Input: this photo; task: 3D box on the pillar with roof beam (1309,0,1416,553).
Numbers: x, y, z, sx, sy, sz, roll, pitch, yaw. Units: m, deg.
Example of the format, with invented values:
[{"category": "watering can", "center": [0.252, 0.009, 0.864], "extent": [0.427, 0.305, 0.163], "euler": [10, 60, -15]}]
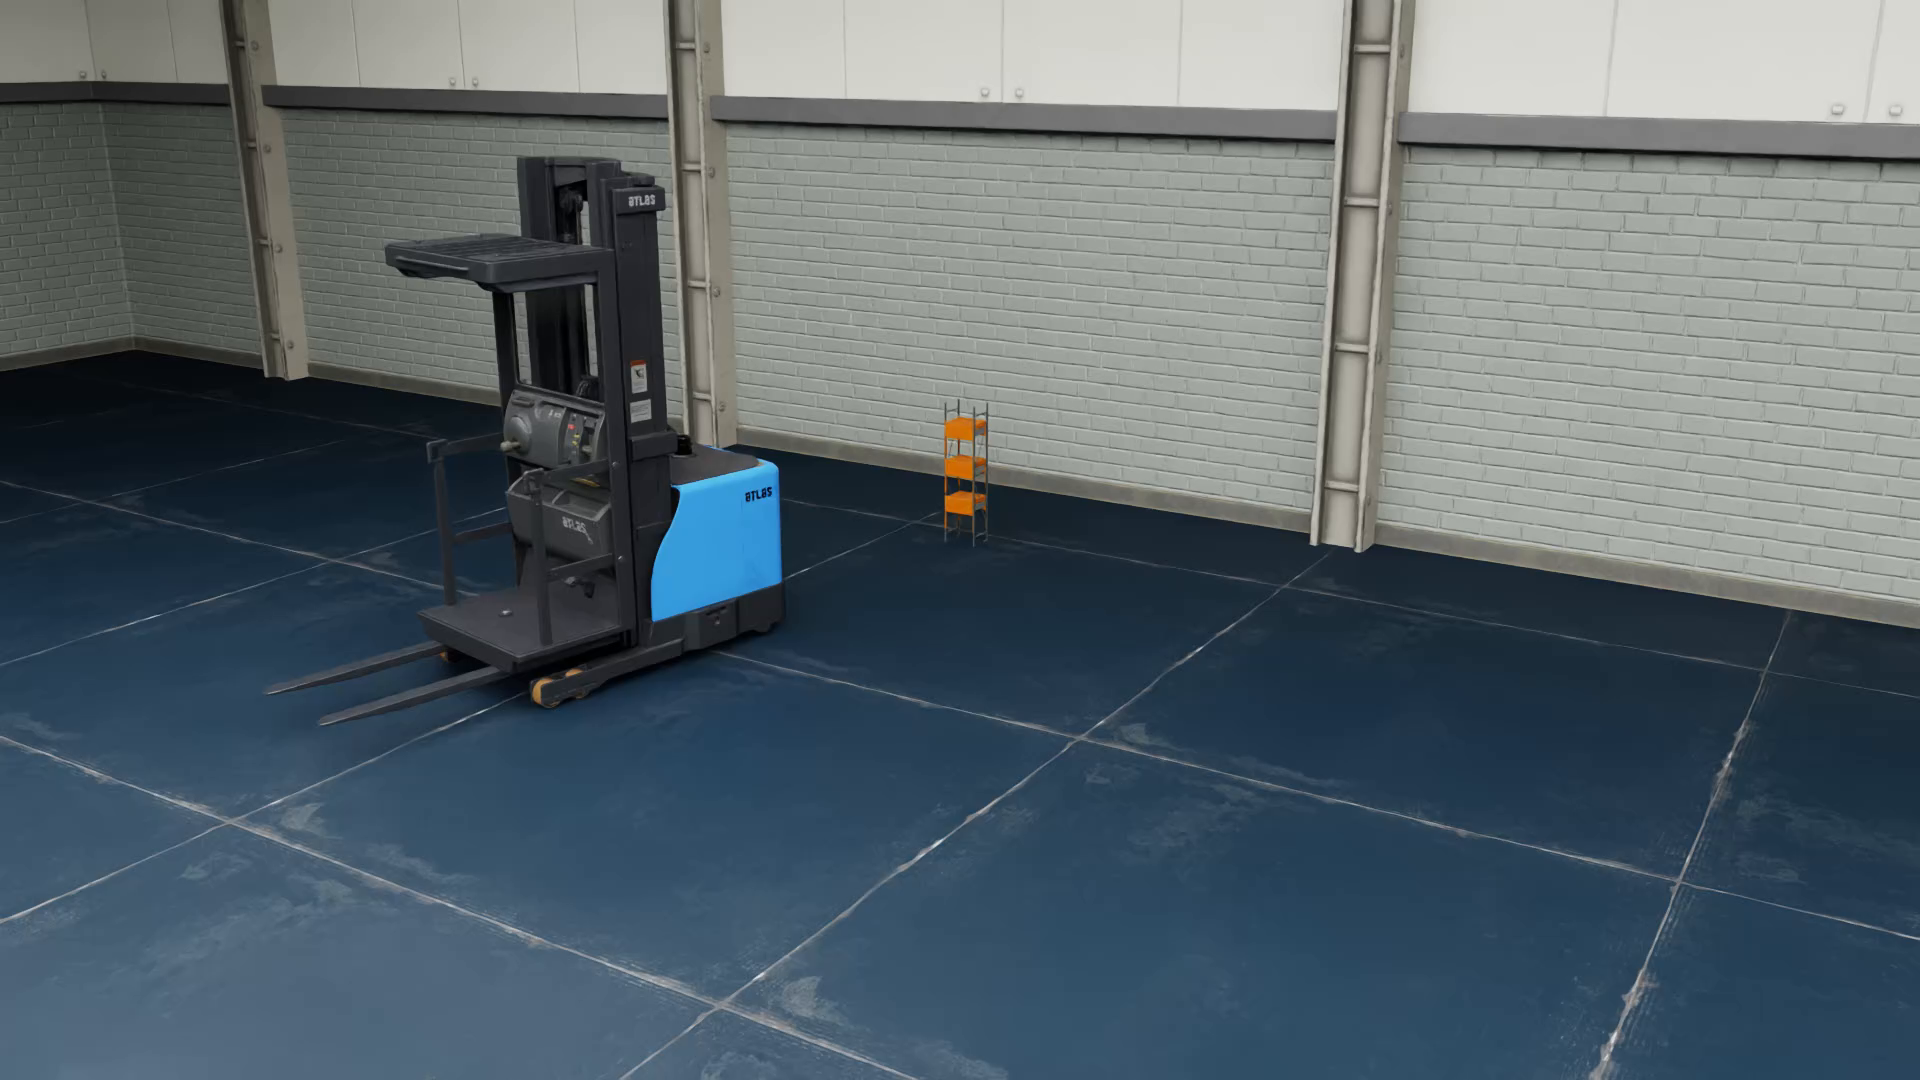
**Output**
[{"category": "pillar with roof beam", "center": [0.574, -3.214, 7.479], "extent": [0.400, 9.000, 9.100], "euler": [10, 20, 30]}]

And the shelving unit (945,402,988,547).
[{"category": "shelving unit", "center": [0.047, -0.494, 12.201], "extent": [0.249, 1.050, 0.215], "euler": [10, 20, 30]}]

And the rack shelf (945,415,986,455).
[{"category": "rack shelf", "center": [0.046, -0.756, 12.122], "extent": [0.240, 0.259, 0.215], "euler": [10, 20, 30]}]

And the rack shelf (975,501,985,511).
[{"category": "rack shelf", "center": [0.046, -0.266, 12.271], "extent": [0.221, 0.050, 0.166], "euler": [10, 20, 30]}]

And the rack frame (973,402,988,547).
[{"category": "rack frame", "center": [0.150, -0.476, 12.141], "extent": [0.008, 1.050, 0.200], "euler": [10, 20, 30]}]

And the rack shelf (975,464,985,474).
[{"category": "rack shelf", "center": [0.046, -0.532, 12.190], "extent": [0.221, 0.050, 0.166], "euler": [10, 20, 30]}]

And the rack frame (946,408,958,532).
[{"category": "rack frame", "center": [-0.059, -0.513, 12.262], "extent": [0.003, 0.915, 0.190], "euler": [10, 20, 30]}]
